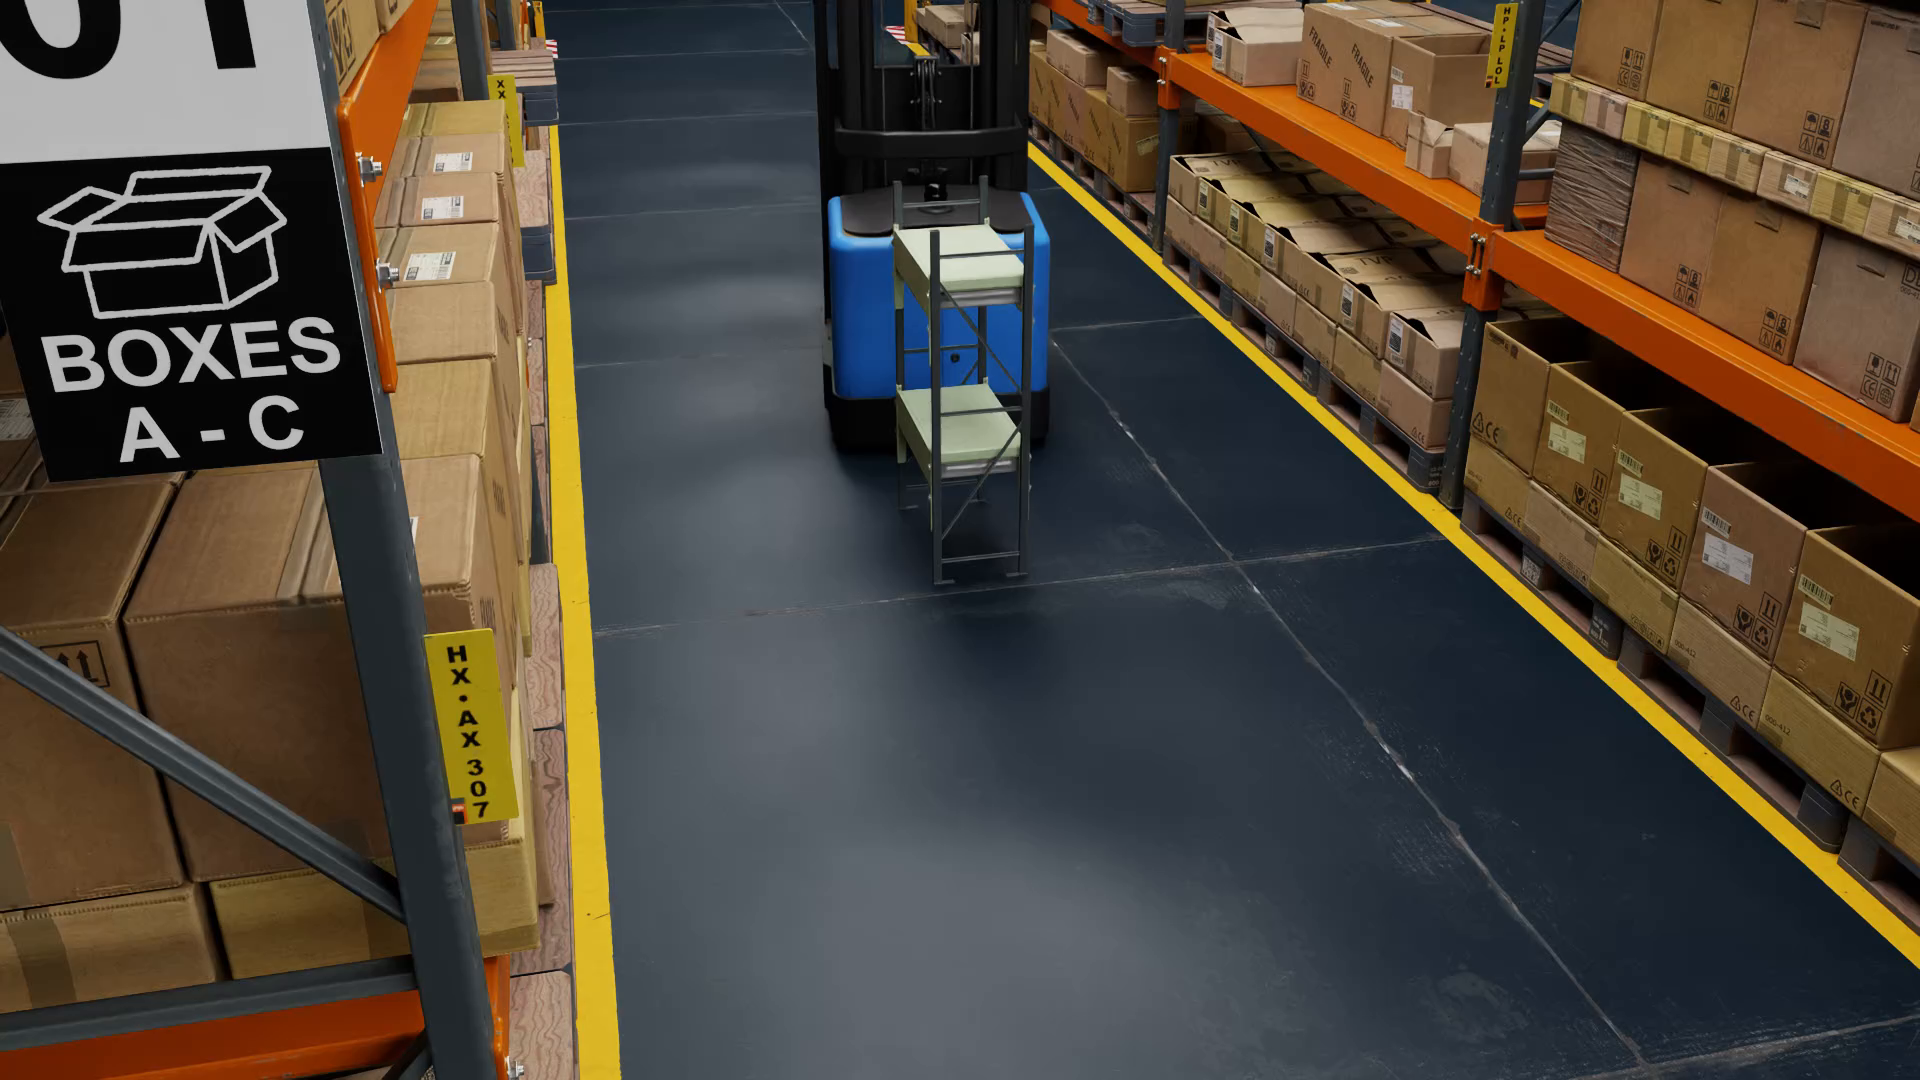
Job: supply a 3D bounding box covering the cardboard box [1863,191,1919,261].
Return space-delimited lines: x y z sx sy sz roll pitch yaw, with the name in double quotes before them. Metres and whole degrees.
"cardboard box" 2.963 -0.951 4.974 0.380 0.149 0.250 -6 27 -12

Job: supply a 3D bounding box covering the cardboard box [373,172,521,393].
"cardboard box" -1.512 -0.699 4.618 0.500 0.500 0.500 -7 28 -13

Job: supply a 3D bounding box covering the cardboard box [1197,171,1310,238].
"cardboard box" 1.742 -2.020 9.887 0.500 0.311 0.500 -7 28 -13

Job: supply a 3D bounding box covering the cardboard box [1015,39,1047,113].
"cardboard box" 0.754 -3.899 13.932 0.500 0.500 0.500 -7 28 -14

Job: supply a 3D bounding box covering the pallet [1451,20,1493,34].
"pallet" 5.227 -5.168 17.254 1.003 0.211 1.213 -6 27 -12

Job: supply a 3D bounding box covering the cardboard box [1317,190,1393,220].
"cardboard box" 2.376 -1.856 9.560 0.500 0.311 0.500 -6 27 -12

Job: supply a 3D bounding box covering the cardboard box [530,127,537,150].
"cardboard box" -3.271 -2.744 11.277 0.750 0.750 0.750 -6 27 -12

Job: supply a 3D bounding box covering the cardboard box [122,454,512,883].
"cardboard box" -1.054 0.200 2.836 0.500 0.500 0.500 -6 27 -12

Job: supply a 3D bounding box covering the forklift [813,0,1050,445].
"forklift" -0.212 -2.395 8.743 1.130 2.935 3.031 -2 27 -4

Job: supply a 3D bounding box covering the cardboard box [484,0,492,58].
"cardboard box" -2.926 -2.831 8.930 0.700 0.500 0.500 -9 28 -18

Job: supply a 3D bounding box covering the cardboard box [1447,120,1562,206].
"cardboard box" 2.531 -1.688 7.432 0.500 0.250 0.500 -4 27 -8

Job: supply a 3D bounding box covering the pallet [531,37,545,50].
"pallet" -4.588 -4.719 16.365 1.003 0.211 1.213 -6 27 -12

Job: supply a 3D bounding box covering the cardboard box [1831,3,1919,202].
"cardboard box" 3.130 -1.312 4.970 0.700 0.500 0.500 -6 27 -12

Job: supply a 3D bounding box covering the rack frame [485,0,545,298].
"rack frame" -3.042 -2.795 9.458 1.000 3.000 0.127 -6 27 -12

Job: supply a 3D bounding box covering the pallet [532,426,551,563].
"pallet" -2.317 -0.136 7.285 1.003 0.211 1.213 -6 27 -12

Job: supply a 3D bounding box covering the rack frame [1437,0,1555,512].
"rack frame" 2.685 -1.544 6.979 1.000 3.000 0.127 -6 27 -12

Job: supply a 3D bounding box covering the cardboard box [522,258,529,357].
"cardboard box" -1.738 -0.804 5.658 0.500 0.250 0.500 -6 27 -11

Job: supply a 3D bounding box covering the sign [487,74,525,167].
"sign" -1.614 -1.484 5.900 0.100 0.325 0.005 -6 27 -12

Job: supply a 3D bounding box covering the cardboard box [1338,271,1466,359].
"cardboard box" 2.191 -1.130 8.124 0.500 0.311 0.500 -5 27 -10

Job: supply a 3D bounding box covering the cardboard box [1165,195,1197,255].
"cardboard box" 1.615 -2.000 10.469 0.500 0.250 0.500 -6 27 -12

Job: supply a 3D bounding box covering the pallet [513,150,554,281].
"pallet" -2.171 -1.304 6.717 1.003 0.211 1.213 -6 27 -12

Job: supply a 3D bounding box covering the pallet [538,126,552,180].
"pallet" -3.696 -2.975 12.910 1.003 0.211 1.213 -6 27 -12

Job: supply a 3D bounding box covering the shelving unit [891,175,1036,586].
"shelving unit" 0.002 -0.667 6.906 0.431 1.500 0.755 -6 27 -12

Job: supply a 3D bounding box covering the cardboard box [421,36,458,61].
"cardboard box" -2.341 -1.753 6.795 0.700 0.500 0.500 -3 27 -6

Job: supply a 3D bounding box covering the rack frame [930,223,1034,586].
"rack frame" 0.084 -0.506 6.588 0.400 1.500 0.023 -6 27 -12

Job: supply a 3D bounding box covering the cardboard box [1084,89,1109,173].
"cardboard box" 1.228 -2.994 12.139 0.500 0.500 0.500 -7 28 -13

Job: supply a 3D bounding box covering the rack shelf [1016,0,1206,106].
"rack shelf" 1.333 -3.856 12.360 1.077 0.370 4.000 -6 27 -12

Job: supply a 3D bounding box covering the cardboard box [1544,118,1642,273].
"cardboard box" 2.791 -1.394 6.572 0.700 0.500 0.500 -7 28 -13

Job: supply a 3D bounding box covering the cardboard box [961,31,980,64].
"cardboard box" 0.308 -4.602 15.535 0.500 0.311 0.500 -6 27 -12

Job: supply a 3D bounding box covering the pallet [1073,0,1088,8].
"pallet" 1.341 -4.067 12.192 1.003 0.211 1.213 -6 27 -12

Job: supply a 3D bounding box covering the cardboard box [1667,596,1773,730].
"cardboard box" 2.828 0.390 5.734 0.500 0.250 0.500 -6 27 -12

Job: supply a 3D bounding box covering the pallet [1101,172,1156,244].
"pallet" 1.652 -2.386 11.744 1.003 0.211 1.213 -6 27 -12

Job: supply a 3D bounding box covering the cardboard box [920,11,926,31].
"cardboard box" -0.204 -5.415 17.305 0.380 0.166 0.250 -6 27 -12

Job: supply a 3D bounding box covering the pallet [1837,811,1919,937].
"pallet" 3.373 1.126 4.785 1.003 0.211 1.213 -6 27 -12

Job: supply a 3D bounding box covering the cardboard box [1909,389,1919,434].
"cardboard box" 3.264 -0.487 4.775 0.700 0.500 0.500 -6 27 -11

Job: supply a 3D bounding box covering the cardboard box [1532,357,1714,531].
"cardboard box" 2.605 -0.384 6.436 0.500 0.500 0.500 -6 27 -12

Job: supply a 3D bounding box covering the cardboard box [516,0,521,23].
"cardboard box" -3.011 -3.451 10.296 0.500 0.500 0.500 -5 27 -10

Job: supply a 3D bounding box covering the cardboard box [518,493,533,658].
"cardboard box" -1.280 0.078 3.911 0.500 0.250 0.500 -6 27 -12

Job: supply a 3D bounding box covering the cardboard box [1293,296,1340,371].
"cardboard box" 2.081 -1.103 8.692 0.500 0.250 0.500 -5 27 -10

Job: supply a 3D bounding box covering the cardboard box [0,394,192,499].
"cardboard box" -1.656 0.033 3.168 0.500 0.500 0.500 -6 27 -11

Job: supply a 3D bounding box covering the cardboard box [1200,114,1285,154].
"cardboard box" 1.959 -2.609 11.376 0.500 0.500 0.500 -5 27 -9

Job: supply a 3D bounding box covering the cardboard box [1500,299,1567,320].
"cardboard box" 2.834 -0.961 7.787 0.500 0.311 0.500 -6 27 -11

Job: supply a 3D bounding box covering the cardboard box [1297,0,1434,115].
"cardboard box" 2.177 -2.609 8.980 0.500 0.500 0.500 -7 28 -14

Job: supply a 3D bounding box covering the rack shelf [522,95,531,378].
"rack shelf" -2.591 -1.596 7.881 1.077 0.370 4.000 -6 27 -12

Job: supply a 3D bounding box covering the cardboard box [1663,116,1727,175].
"cardboard box" 2.734 -1.402 5.868 0.380 0.149 0.250 -6 27 -12

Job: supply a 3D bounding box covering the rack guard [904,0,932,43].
"rack guard" -0.002 -5.662 17.914 1.175 0.500 0.348 -6 27 -12
